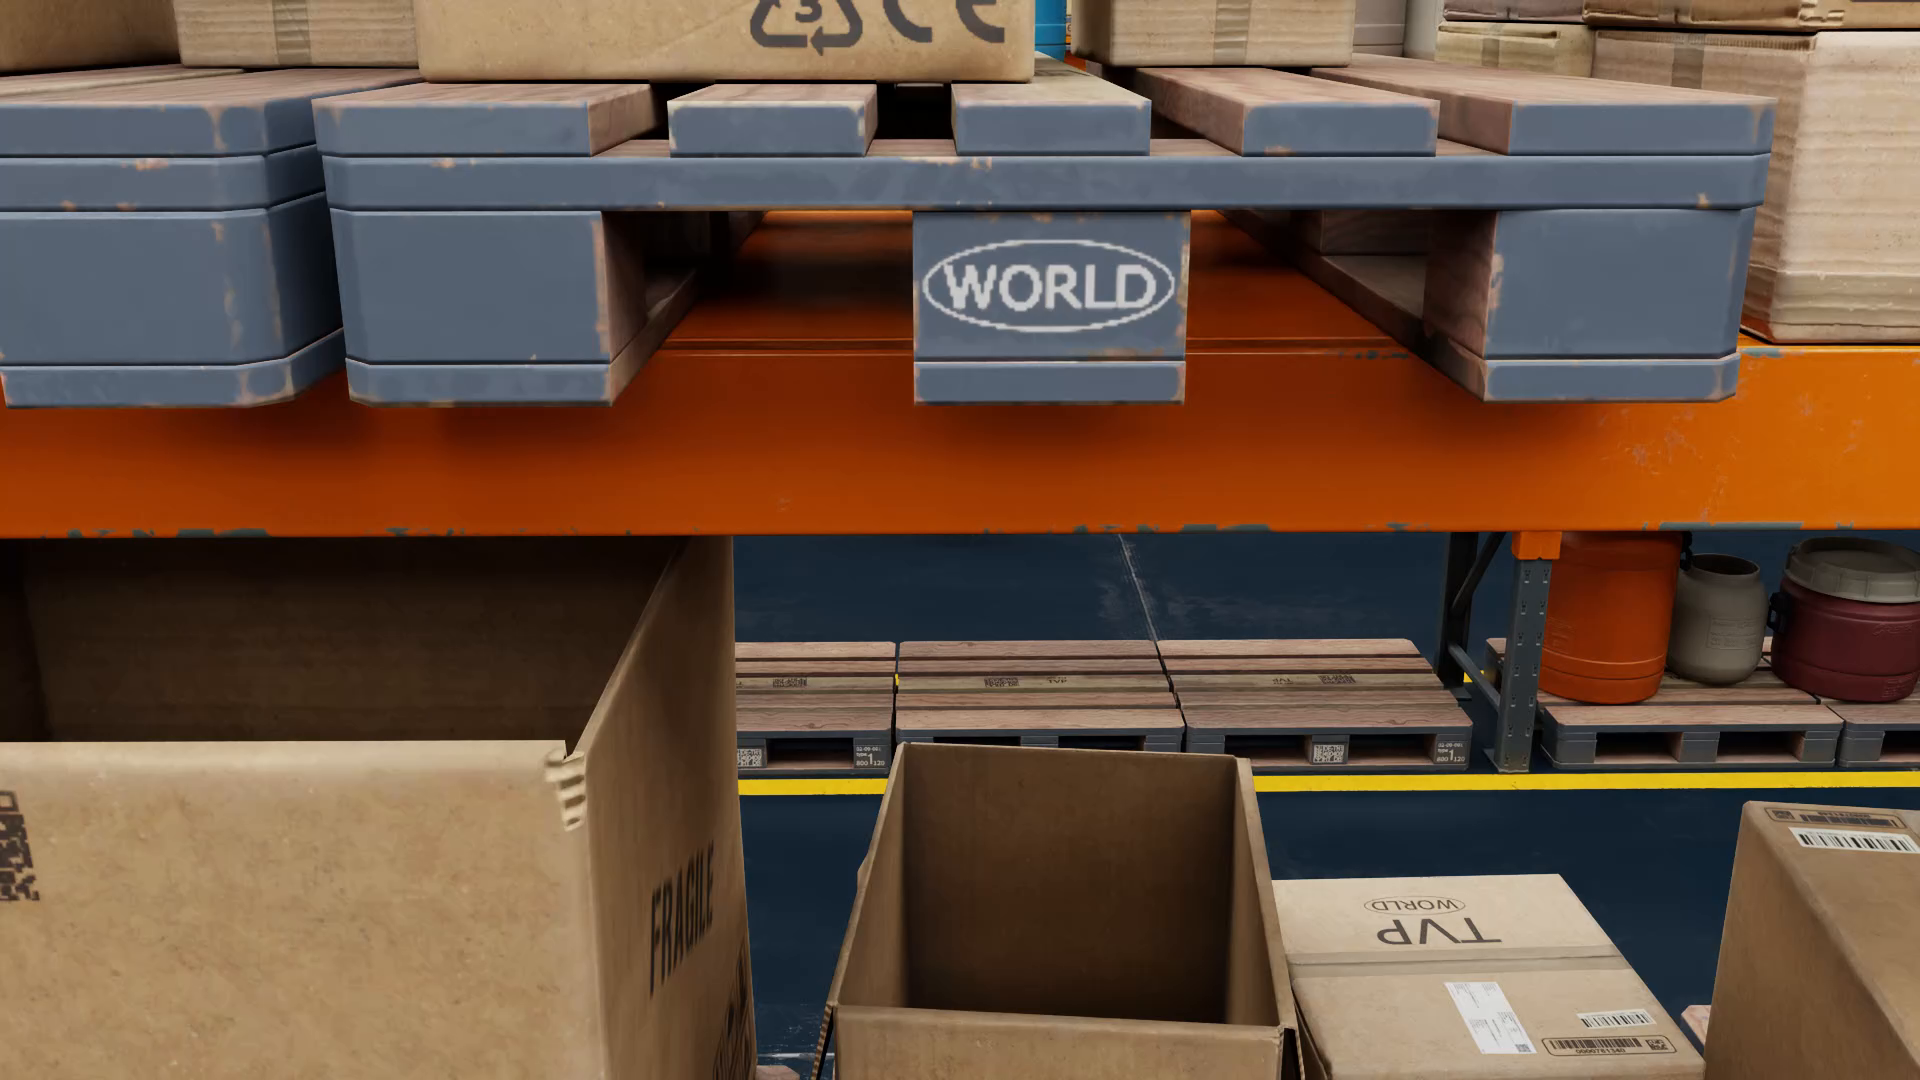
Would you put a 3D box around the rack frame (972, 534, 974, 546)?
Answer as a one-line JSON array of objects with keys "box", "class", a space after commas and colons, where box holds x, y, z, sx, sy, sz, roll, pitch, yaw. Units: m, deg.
[{"box": [0.077, -0.572, 9.865, 0.006, 1.200, 0.240, 0, 18, -1], "class": "rack frame"}]

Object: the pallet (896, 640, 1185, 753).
[{"box": [0.326, 0.729, 7.431, 1.213, 0.211, 1.003, 0, 18, -1], "class": "pallet"}]

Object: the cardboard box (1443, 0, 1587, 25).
[{"box": [0.912, -0.868, 1.949, 0.500, 0.500, 0.500, -1, 18, -2], "class": "cardboard box"}]

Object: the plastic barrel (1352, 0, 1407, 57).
[{"box": [1.493, -2.325, 6.655, 0.600, 0.901, 0.600, 0, 18, 0], "class": "plastic barrel"}]

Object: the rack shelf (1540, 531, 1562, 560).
[{"box": [4.317, -0.263, 7.135, 4.000, 0.370, 1.077, 0, 18, -1], "class": "rack shelf"}]

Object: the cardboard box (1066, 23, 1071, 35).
[{"box": [0.864, -5.131, 16.019, 0.637, 0.503, 0.797, 2, 18, 7], "class": "cardboard box"}]

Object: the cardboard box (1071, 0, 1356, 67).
[{"box": [0.270, -0.621, 1.856, 0.250, 0.166, 0.380, -1, 18, -2], "class": "cardboard box"}]

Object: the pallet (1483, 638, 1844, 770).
[{"box": [3.105, 0.715, 7.473, 1.213, 0.211, 1.003, 0, 18, -1], "class": "pallet"}]

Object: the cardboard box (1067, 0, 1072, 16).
[{"box": [0.694, -3.639, 11.129, 0.500, 0.250, 0.500, -1, 18, -2], "class": "cardboard box"}]

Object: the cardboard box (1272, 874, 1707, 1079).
[{"box": [0.716, 0.726, 2.432, 0.500, 0.250, 0.500, -1, 18, -2], "class": "cardboard box"}]

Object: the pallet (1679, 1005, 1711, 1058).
[{"box": [1.685, 1.044, 2.197, 1.003, 0.211, 1.213, 0, 18, -1], "class": "pallet"}]

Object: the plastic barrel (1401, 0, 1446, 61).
[{"box": [2.002, -2.170, 6.807, 0.421, 0.512, 0.421, 0, 18, 0], "class": "plastic barrel"}]

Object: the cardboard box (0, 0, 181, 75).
[{"box": [-1.132, -0.714, 1.594, 0.637, 0.503, 0.797, -1, 18, -4], "class": "cardboard box"}]

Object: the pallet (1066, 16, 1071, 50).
[{"box": [0.448, -3.411, 11.167, 1.213, 0.211, 1.003, 1, 18, 2], "class": "pallet"}]

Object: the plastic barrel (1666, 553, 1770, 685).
[{"box": [3.370, 0.351, 7.428, 0.421, 0.512, 0.421, 0, 18, 0], "class": "plastic barrel"}]

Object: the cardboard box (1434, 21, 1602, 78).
[{"box": [0.895, -0.508, 2.055, 0.500, 0.250, 0.500, 0, 18, 0], "class": "cardboard box"}]

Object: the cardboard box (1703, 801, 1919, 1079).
[{"box": [1.300, 0.717, 2.050, 0.500, 0.500, 0.700, 2, 18, 7], "class": "cardboard box"}]

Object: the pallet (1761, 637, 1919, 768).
[{"box": [4.322, 0.710, 7.488, 1.213, 0.211, 1.003, 0, 18, -1], "class": "pallet"}]

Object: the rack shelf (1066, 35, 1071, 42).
[{"box": [0.162, -4.698, 16.049, 4.000, 0.370, 1.077, 0, 18, -1], "class": "rack shelf"}]

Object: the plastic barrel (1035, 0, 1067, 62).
[{"box": [0.131, -2.319, 6.634, 0.708, 0.901, 0.600, 0, 18, -1], "class": "plastic barrel"}]

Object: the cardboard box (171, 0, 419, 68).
[{"box": [-0.665, -0.664, 1.827, 0.258, 0.266, 0.396, 0, 18, 1], "class": "cardboard box"}]

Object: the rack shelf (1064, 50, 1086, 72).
[{"box": [0.243, -3.185, 11.333, 4.000, 0.370, 1.077, 0, 18, -1], "class": "rack shelf"}]

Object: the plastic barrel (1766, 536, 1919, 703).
[{"box": [3.936, 0.339, 7.340, 0.708, 0.588, 0.600, 0, 18, -1], "class": "plastic barrel"}]

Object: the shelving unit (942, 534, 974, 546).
[{"box": [-0.014, -0.571, 9.864, 0.189, 1.200, 0.258, 0, 18, -1], "class": "shelving unit"}]

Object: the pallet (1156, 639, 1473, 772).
[{"box": [1.542, 0.724, 7.447, 1.213, 0.211, 1.003, 0, 18, -1], "class": "pallet"}]

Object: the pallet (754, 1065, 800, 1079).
[{"box": [-0.837, 1.068, 2.122, 1.213, 0.211, 1.003, 0, 18, -1], "class": "pallet"}]

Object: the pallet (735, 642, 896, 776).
[{"box": [-0.897, 0.735, 7.410, 1.213, 0.211, 1.003, 0, 18, -1], "class": "pallet"}]

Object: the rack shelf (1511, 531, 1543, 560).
[{"box": [0.318, -0.244, 7.075, 4.000, 0.370, 1.077, 0, 18, -1], "class": "rack shelf"}]

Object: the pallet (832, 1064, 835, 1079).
[{"box": [0.417, 1.030, 2.240, 1.213, 0.211, 1.003, 0, 18, -1], "class": "pallet"}]

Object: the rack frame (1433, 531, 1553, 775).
[{"box": [2.318, -0.596, 6.995, 0.127, 3.000, 1.000, 0, 18, -1], "class": "rack frame"}]

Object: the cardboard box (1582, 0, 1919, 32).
[{"box": [0.915, -0.715, 1.474, 0.500, 0.500, 0.500, 0, 18, 0], "class": "cardboard box"}]

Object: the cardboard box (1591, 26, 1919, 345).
[{"box": [0.926, -0.355, 1.578, 0.500, 0.250, 0.500, 0, 18, 1], "class": "cardboard box"}]

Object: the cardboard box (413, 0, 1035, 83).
[{"box": [-0.190, -0.718, 1.609, 0.637, 0.503, 0.797, 0, 18, 1], "class": "cardboard box"}]

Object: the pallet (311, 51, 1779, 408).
[{"box": [0.052, -0.379, 1.716, 1.003, 0.211, 1.213, 0, 18, -1], "class": "pallet"}]

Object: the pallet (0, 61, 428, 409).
[{"box": [-0.985, -0.373, 1.698, 1.003, 0.211, 1.213, 0, 18, -1], "class": "pallet"}]

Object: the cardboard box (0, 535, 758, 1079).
[{"box": [-0.807, 0.489, 1.942, 1.000, 1.000, 1.000, 0, 18, 0], "class": "cardboard box"}]

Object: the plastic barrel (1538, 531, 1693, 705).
[{"box": [2.807, 0.230, 7.286, 0.708, 0.830, 0.600, 0, 18, -1], "class": "plastic barrel"}]

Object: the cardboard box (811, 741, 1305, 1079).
[{"box": [0.128, 0.650, 2.254, 0.637, 0.503, 0.797, 2, 18, 5], "class": "cardboard box"}]
